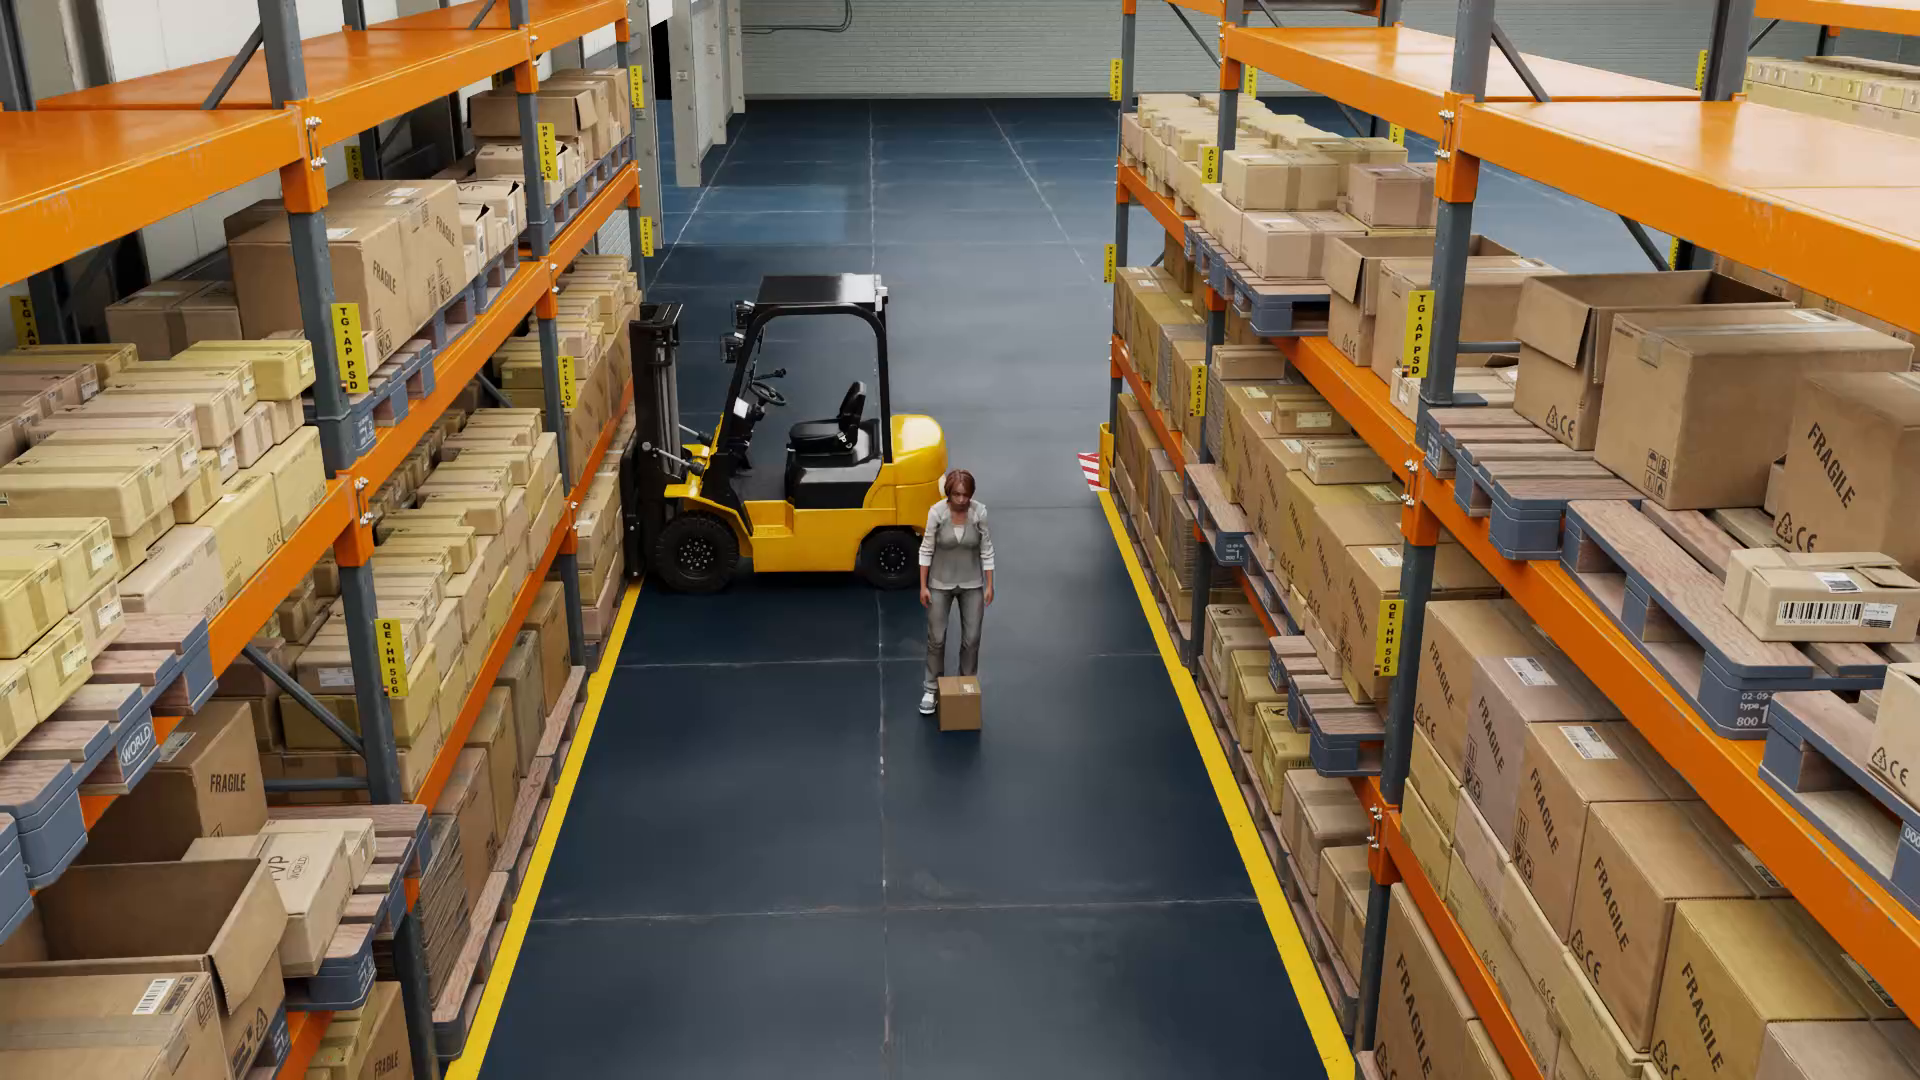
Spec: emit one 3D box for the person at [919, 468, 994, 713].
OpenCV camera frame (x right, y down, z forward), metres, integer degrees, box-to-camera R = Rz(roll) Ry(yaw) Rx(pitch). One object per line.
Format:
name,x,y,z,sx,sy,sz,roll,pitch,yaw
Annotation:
person,-0.024,0.305,10.286,0.477,1.593,0.367,-2,21,-5
